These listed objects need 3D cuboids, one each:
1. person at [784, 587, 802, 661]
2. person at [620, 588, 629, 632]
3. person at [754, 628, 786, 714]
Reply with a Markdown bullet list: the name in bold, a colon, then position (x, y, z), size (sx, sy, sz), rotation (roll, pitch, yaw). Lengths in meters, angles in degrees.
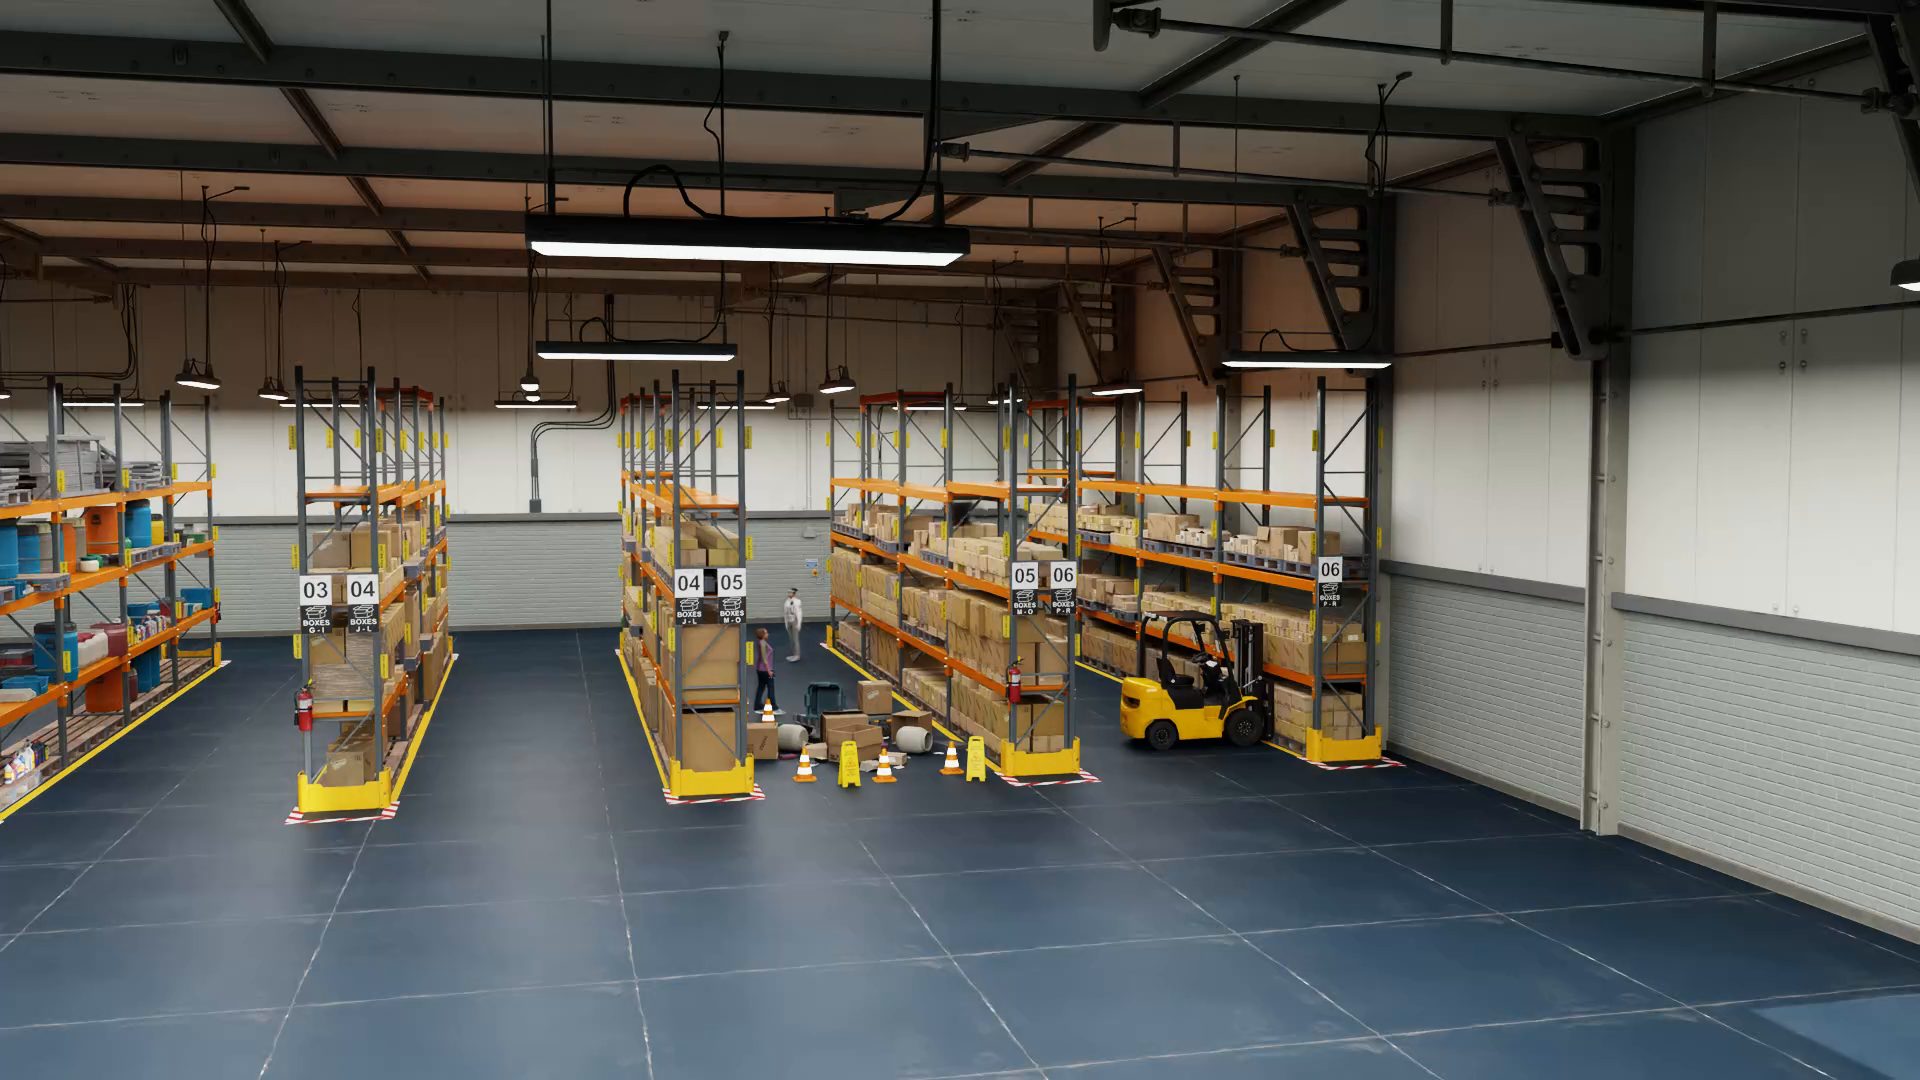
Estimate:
- **person**: position (-3.815, 1.897, 37.867), size (0.331, 1.691, 0.551), rotation (-3, 5, -43)
- **person**: position (-7.927, 1.754, 40.132), size (0.537, 1.843, 0.481), rotation (0, 3, 5)
- **person**: position (-3.500, 2.400, 30.448), size (0.531, 1.590, 0.483), rotation (-2, 4, -25)
